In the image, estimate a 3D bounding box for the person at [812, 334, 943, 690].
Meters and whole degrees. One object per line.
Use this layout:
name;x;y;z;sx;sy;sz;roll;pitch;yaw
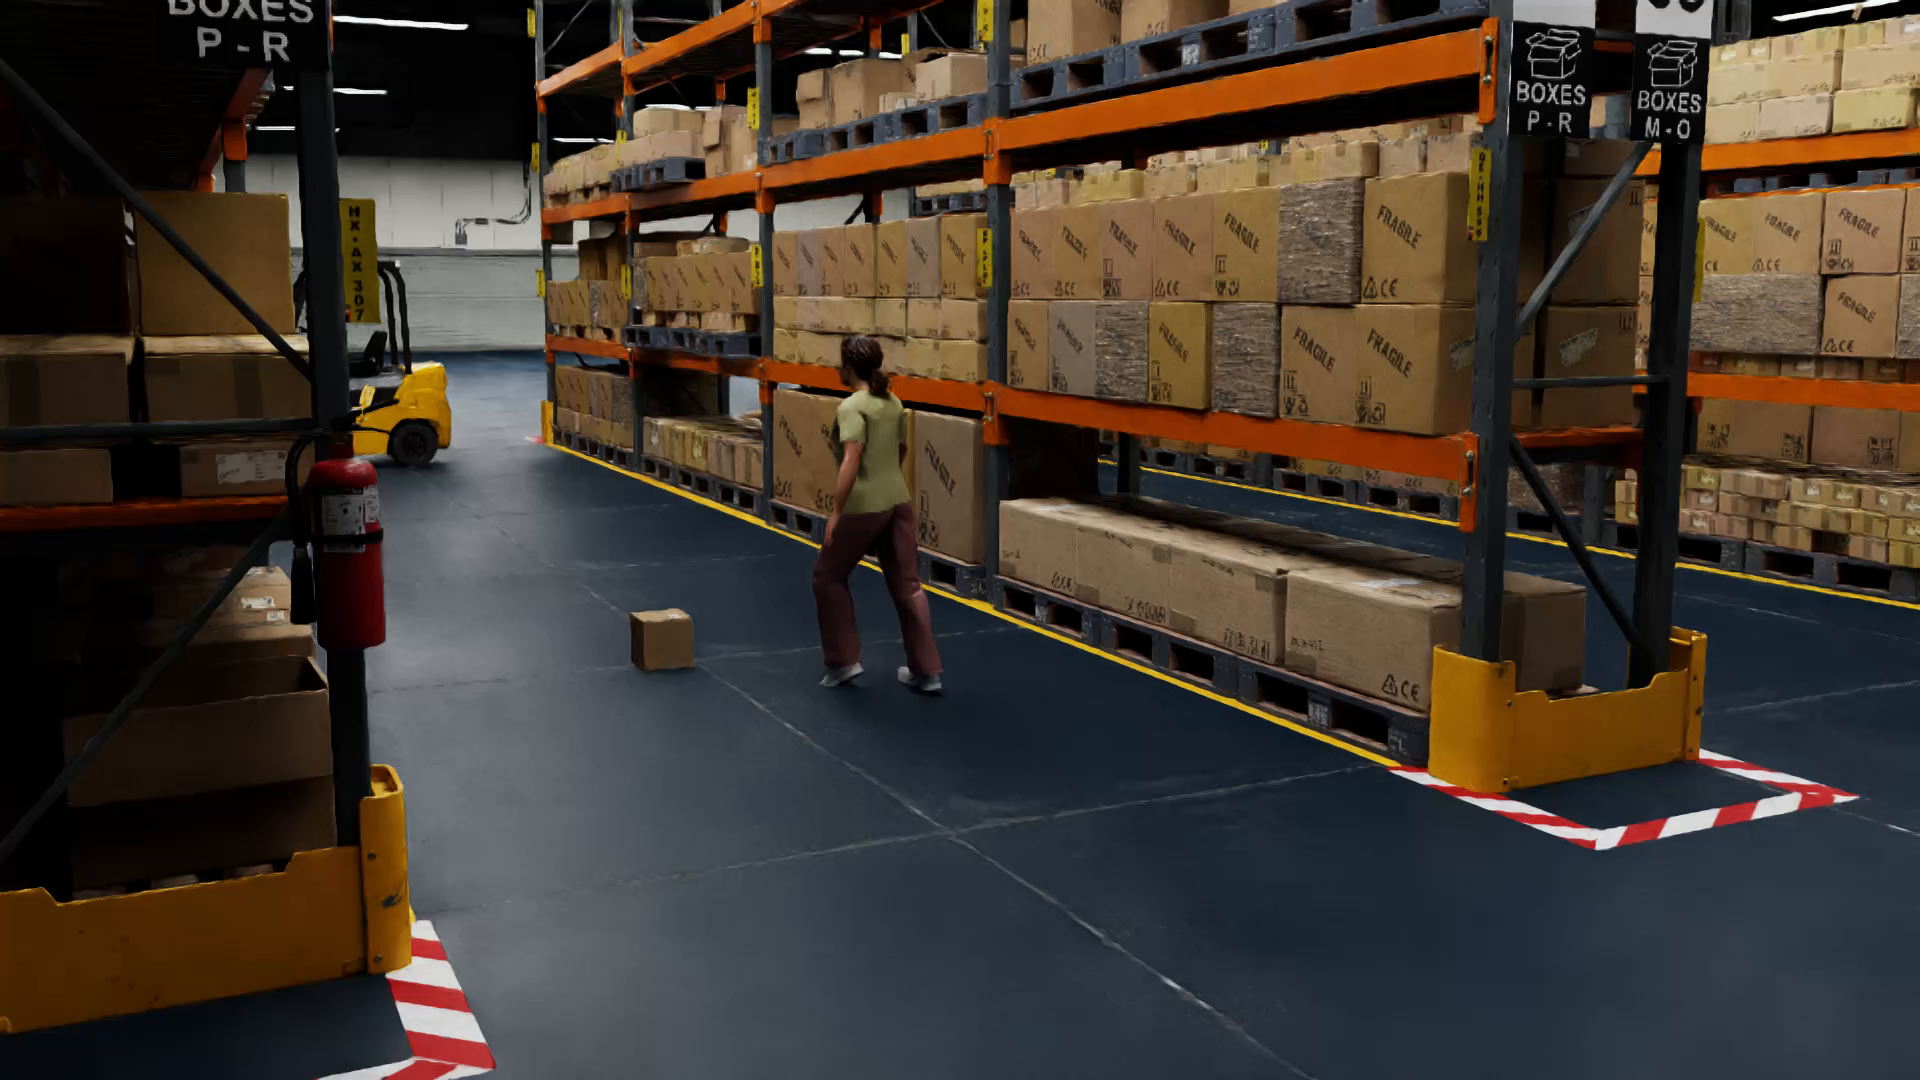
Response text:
person;-0.435;-0.086;7.646;0.649;1.710;0.618;7;11;38
